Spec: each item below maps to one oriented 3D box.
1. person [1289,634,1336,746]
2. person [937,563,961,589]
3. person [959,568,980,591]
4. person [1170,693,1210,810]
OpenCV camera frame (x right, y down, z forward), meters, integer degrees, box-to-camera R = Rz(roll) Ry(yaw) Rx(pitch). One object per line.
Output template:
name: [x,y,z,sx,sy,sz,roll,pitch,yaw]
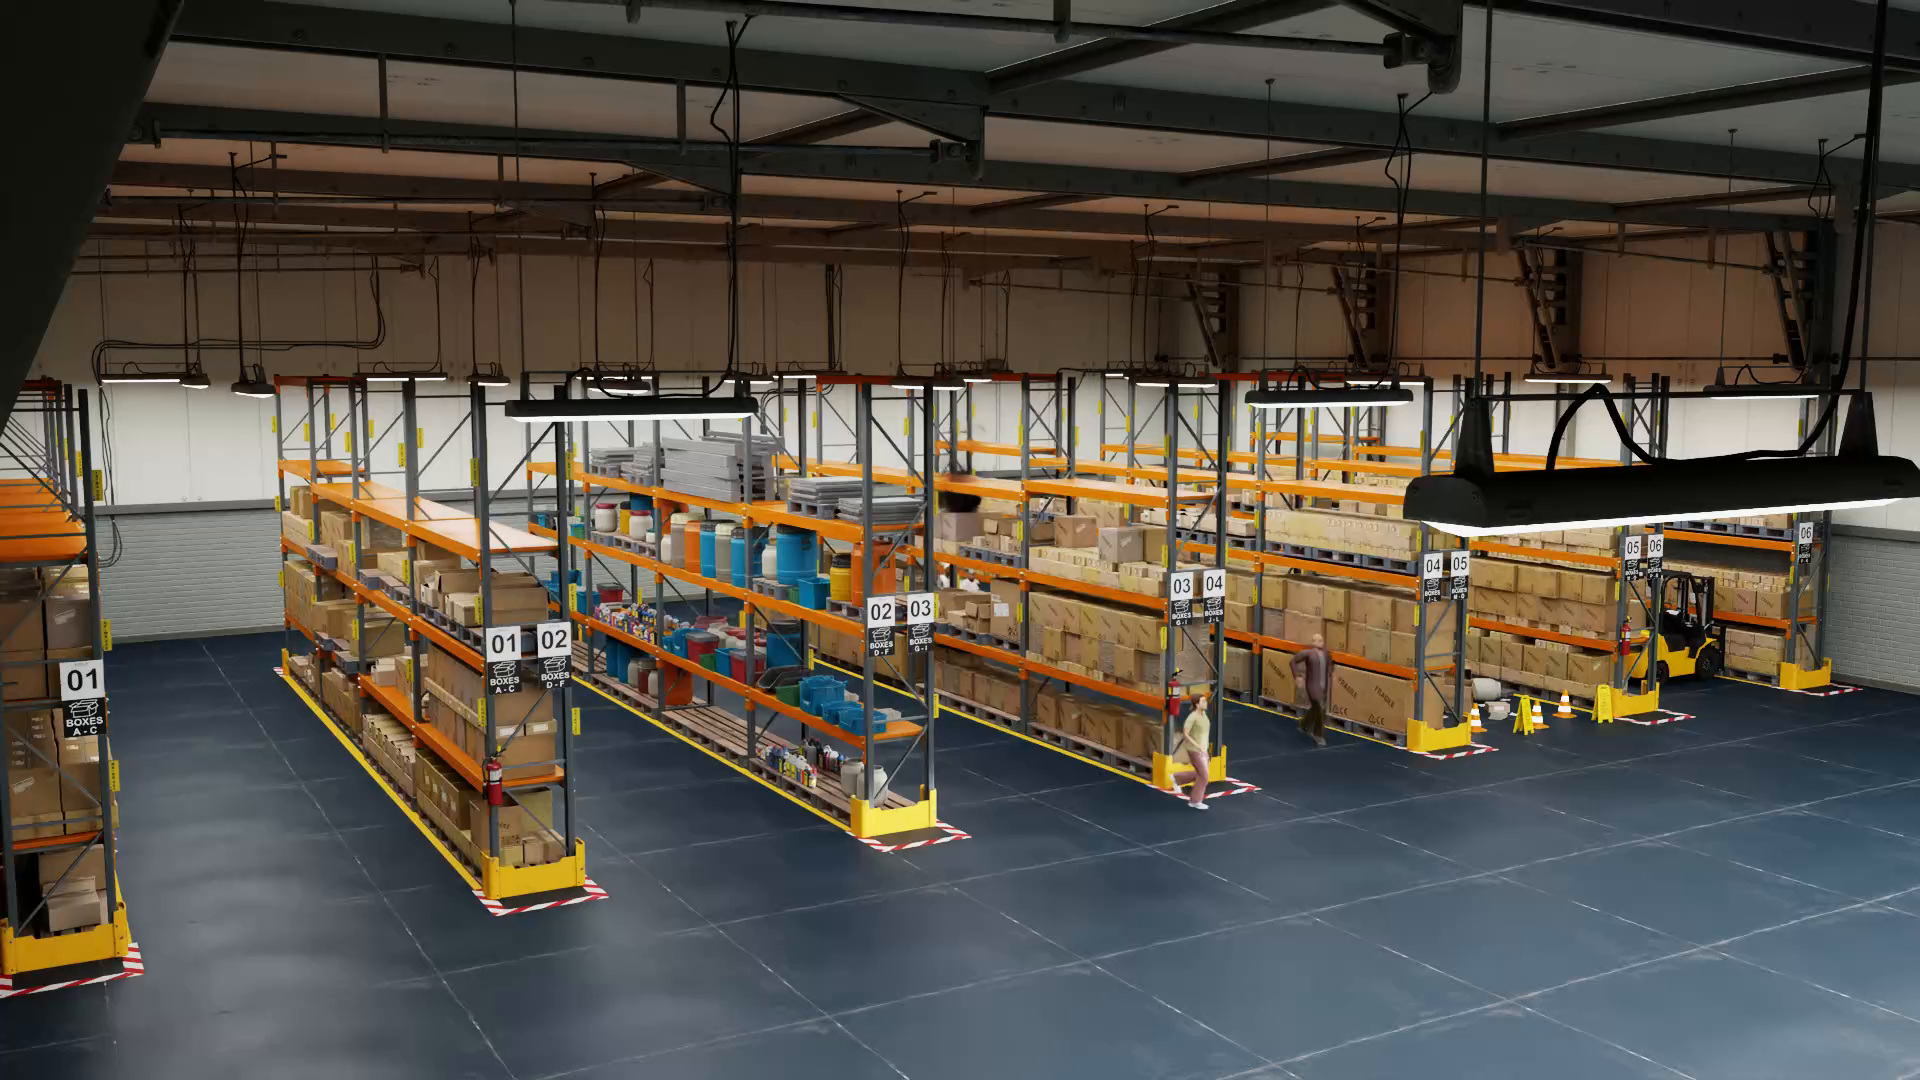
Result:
person: [5.866,2.465,27.489,0.734,1.846,0.792,-4,7,-32]
person: [-0.241,1.369,37.548,0.703,1.745,0.669,-3,7,-24]
person: [0.286,1.466,36.530,0.640,1.760,0.645,-3,7,-28]
person: [3.265,2.957,23.517,0.620,1.640,0.583,4,7,32]
